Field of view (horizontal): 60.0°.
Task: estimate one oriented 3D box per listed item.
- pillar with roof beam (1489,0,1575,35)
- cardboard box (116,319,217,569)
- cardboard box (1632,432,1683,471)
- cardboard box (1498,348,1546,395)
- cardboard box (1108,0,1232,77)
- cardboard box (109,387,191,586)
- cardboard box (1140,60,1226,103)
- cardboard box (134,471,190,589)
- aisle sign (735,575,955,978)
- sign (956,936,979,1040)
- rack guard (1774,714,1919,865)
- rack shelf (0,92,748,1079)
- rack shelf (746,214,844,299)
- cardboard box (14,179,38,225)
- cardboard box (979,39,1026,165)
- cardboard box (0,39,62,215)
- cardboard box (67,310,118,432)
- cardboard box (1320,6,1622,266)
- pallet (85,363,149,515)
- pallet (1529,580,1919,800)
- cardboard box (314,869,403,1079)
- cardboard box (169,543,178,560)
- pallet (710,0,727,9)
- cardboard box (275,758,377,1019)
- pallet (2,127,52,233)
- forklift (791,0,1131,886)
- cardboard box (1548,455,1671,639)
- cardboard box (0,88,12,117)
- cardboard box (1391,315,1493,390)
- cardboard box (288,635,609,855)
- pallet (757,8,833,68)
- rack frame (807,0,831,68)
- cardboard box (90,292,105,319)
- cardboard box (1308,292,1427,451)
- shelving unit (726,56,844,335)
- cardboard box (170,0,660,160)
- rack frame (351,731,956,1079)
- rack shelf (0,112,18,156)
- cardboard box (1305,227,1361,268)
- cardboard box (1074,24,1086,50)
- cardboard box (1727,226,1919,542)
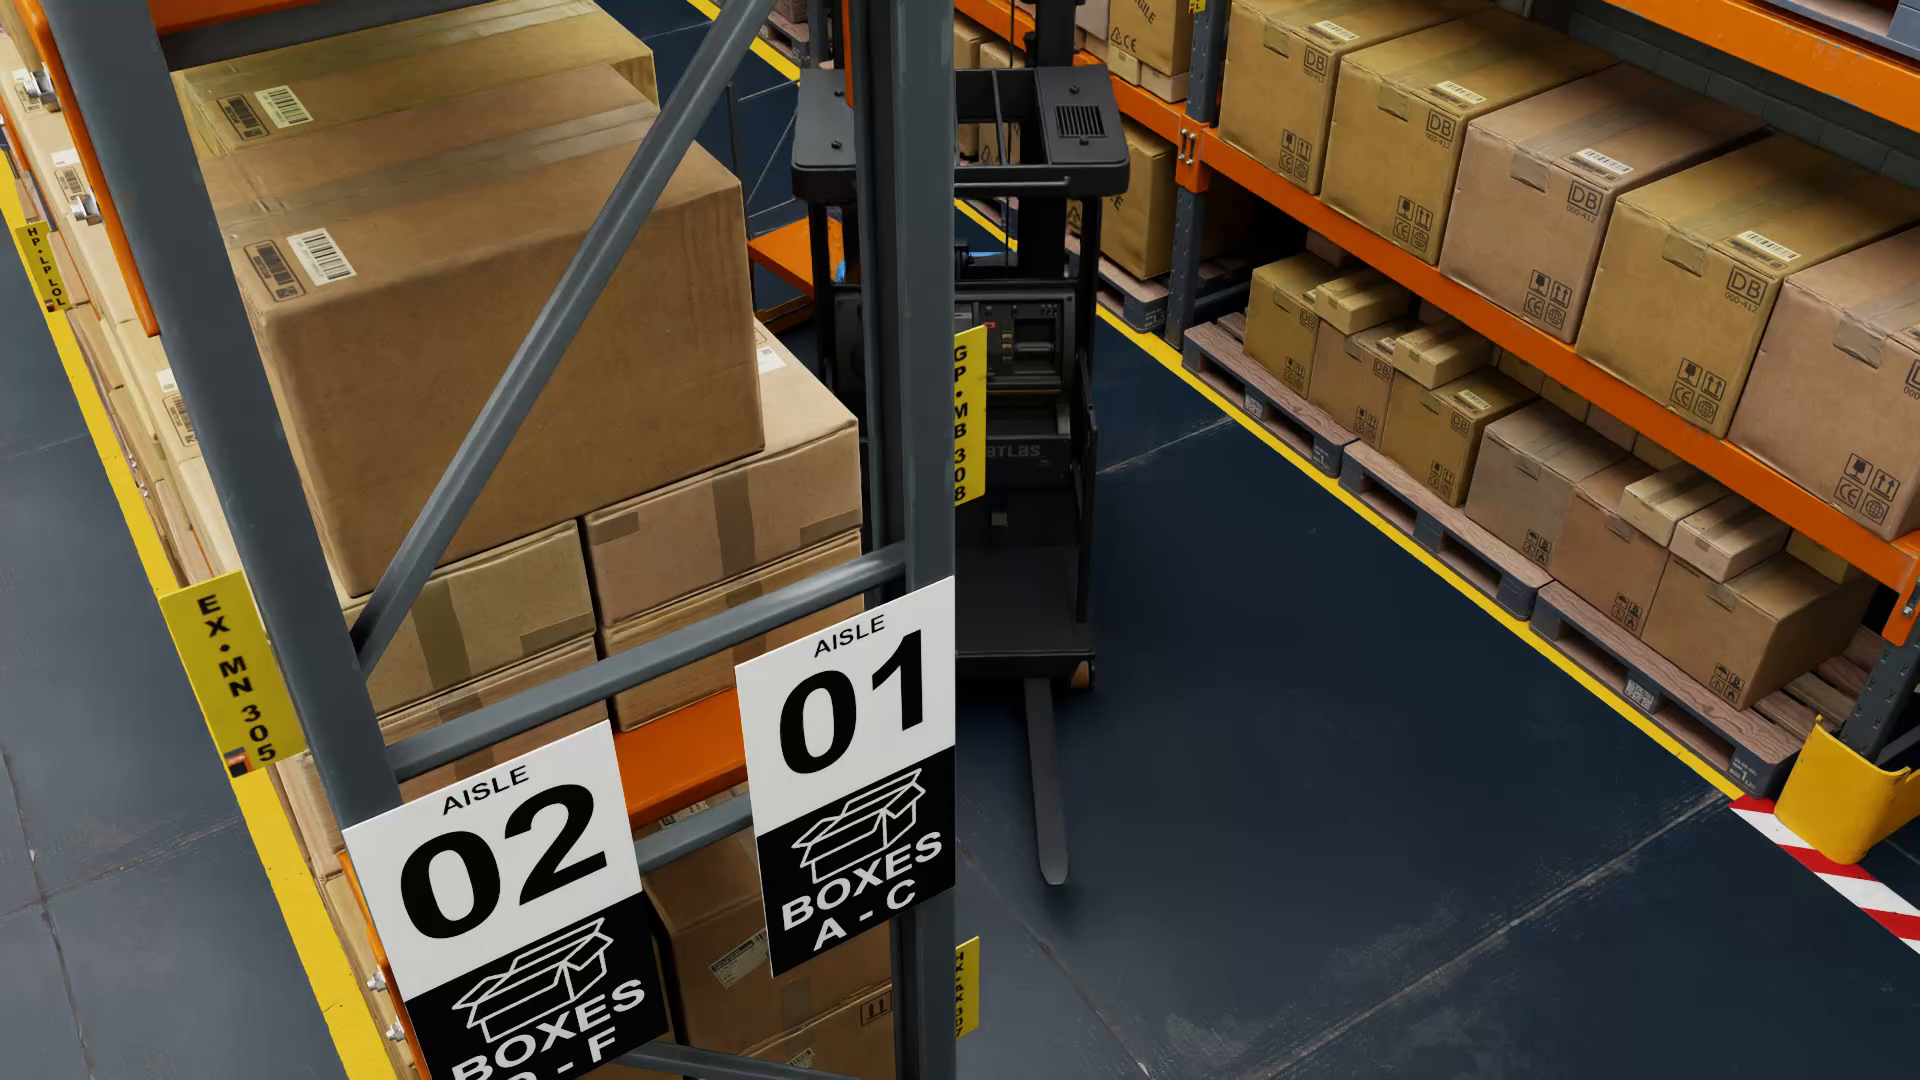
[{"bbox_3d":[-0.960,-3.118,4.462,9.100,9.000,0.400,-22,45,-24],"label":"pillar with roof beam"},{"bbox_3d":[-1.220,-0.255,3.096,0.500,0.250,0.500,-22,45,-24],"label":"cardboard box"},{"bbox_3d":[3.082,-0.419,7.028,0.380,0.149,0.250,-22,45,-24],"label":"cardboard box"},{"bbox_3d":[2.671,-0.831,7.522,0.380,0.149,0.250,-23,45,-25],"label":"cardboard box"},{"bbox_3d":[1.103,-2.698,8.318,0.500,0.500,0.500,-23,45,-25],"label":"cardboard box"},{"bbox_3d":[-2.041,-0.183,4.767,0.500,0.500,0.500,-24,45,-26],"label":"cardboard box"},{"bbox_3d":[1.143,-2.371,8.433,0.380,0.149,0.250,-22,44,-24],"label":"cardboard box"},{"bbox_3d":[-3.118,-0.044,7.069,0.500,0.500,0.500,-22,45,-25],"label":"cardboard box"},{"bbox_3d":[-0.176,0.428,2.862,0.394,0.787,0.004,-22,45,-24],"label":"aisle sign"},{"bbox_3d":[-0.003,0.972,3.564,0.100,0.325,0.005,-22,45,-24],"label":"sign"},{"bbox_3d":[3.727,0.757,6.451,1.175,0.500,0.348,-22,45,-24],"label":"rack guard"},{"bbox_3d":[-1.535,-0.464,4.183,1.077,0.370,4.000,-22,45,-24],"label":"rack shelf"},{"bbox_3d":[-0.603,-1.350,8.480,0.538,0.185,1.000,-30,48,-31],"label":"rack shelf"},{"bbox_3d":[-4.758,-1.691,9.046,0.500,0.500,0.500,-20,44,-23],"label":"cardboard box"},{"bbox_3d":[0.624,-2.495,9.752,0.750,0.750,0.750,-21,44,-23],"label":"cardboard box"},{"bbox_3d":[-2.029,-1.063,4.066,0.500,0.250,0.500,-22,45,-24],"label":"cardboard box"},{"bbox_3d":[-3.921,-0.858,8.046,0.500,0.500,0.500,-24,45,-26],"label":"cardboard box"},{"bbox_3d":[2.230,-1.796,7.328,0.980,0.700,0.700,-23,45,-25],"label":"cardboard box"},{"bbox_3d":[-3.740,-0.682,8.403,1.003,0.211,1.213,-22,45,-24],"label":"pallet"},{"bbox_3d":[3.219,0.451,7.044,1.003,0.211,1.213,-22,45,-24],"label":"pallet"},{"bbox_3d":[-1.212,1.026,4.097,0.500,0.500,0.500,-22,45,-24],"label":"cardboard box"},{"bbox_3d":[-2.567,-0.337,5.733,0.500,0.500,0.500,-21,44,-23],"label":"cardboard box"},{"bbox_3d":[-1.658,-4.543,13.037,1.003,0.211,1.213,-22,45,-24],"label":"pallet"},{"bbox_3d":[-1.204,0.651,3.767,0.500,0.500,0.500,-21,44,-23],"label":"cardboard box"},{"bbox_3d":[-3.712,-1.705,7.603,1.003,0.211,1.213,-22,45,-24],"label":"pallet"},{"bbox_3d":[-0.009,-0.689,6.287,1.130,2.935,3.031,-1,40,-1],"label":"forklift"},{"bbox_3d":[2.985,-0.030,7.068,0.700,0.500,0.500,-22,45,-25],"label":"cardboard box"},{"bbox_3d":[-2.558,-1.415,4.879,0.500,0.250,0.500,-22,45,-24],"label":"cardboard box"},{"bbox_3d":[2.191,-0.857,7.553,0.380,0.149,0.250,-23,45,-26],"label":"cardboard box"},{"bbox_3d":[-0.959,0.210,2.929,0.500,0.250,0.500,-22,45,-24],"label":"cardboard box"},{"bbox_3d":[-1.006,-3.885,12.247,1.003,0.211,1.213,-22,45,-24],"label":"pallet"},{"bbox_3d":[-0.587,-4.534,10.848,1.000,3.000,0.127,-22,45,-24],"label":"rack frame"},{"bbox_3d":[-1.753,-0.604,3.906,0.500,0.250,0.500,-22,45,-24],"label":"cardboard box"},{"bbox_3d":[2.147,-0.865,8.069,0.700,0.500,0.500,-23,45,-25],"label":"cardboard box"},{"bbox_3d":[-0.597,-1.484,8.360,0.587,1.500,1.083,-30,48,-31],"label":"shelving unit"},{"bbox_3d":[-0.948,-0.654,2.990,0.700,0.500,0.500,-22,45,-24],"label":"cardboard box"},{"bbox_3d":[-0.460,1.491,3.617,1.000,3.000,0.127,-22,45,-24],"label":"rack frame"},{"bbox_3d":[-3.686,-2.623,6.774,1.077,0.370,4.000,-22,45,-24],"label":"rack shelf"},{"bbox_3d":[1.969,-1.533,8.364,0.380,0.149,0.250,-22,45,-25],"label":"cardboard box"},{"bbox_3d":[0.695,-2.777,8.920,0.380,0.149,0.250,-22,45,-24],"label":"cardboard box"},{"bbox_3d":[3.432,-0.603,5.896,0.980,0.700,0.700,-20,44,-23],"label":"cardboard box"}]
